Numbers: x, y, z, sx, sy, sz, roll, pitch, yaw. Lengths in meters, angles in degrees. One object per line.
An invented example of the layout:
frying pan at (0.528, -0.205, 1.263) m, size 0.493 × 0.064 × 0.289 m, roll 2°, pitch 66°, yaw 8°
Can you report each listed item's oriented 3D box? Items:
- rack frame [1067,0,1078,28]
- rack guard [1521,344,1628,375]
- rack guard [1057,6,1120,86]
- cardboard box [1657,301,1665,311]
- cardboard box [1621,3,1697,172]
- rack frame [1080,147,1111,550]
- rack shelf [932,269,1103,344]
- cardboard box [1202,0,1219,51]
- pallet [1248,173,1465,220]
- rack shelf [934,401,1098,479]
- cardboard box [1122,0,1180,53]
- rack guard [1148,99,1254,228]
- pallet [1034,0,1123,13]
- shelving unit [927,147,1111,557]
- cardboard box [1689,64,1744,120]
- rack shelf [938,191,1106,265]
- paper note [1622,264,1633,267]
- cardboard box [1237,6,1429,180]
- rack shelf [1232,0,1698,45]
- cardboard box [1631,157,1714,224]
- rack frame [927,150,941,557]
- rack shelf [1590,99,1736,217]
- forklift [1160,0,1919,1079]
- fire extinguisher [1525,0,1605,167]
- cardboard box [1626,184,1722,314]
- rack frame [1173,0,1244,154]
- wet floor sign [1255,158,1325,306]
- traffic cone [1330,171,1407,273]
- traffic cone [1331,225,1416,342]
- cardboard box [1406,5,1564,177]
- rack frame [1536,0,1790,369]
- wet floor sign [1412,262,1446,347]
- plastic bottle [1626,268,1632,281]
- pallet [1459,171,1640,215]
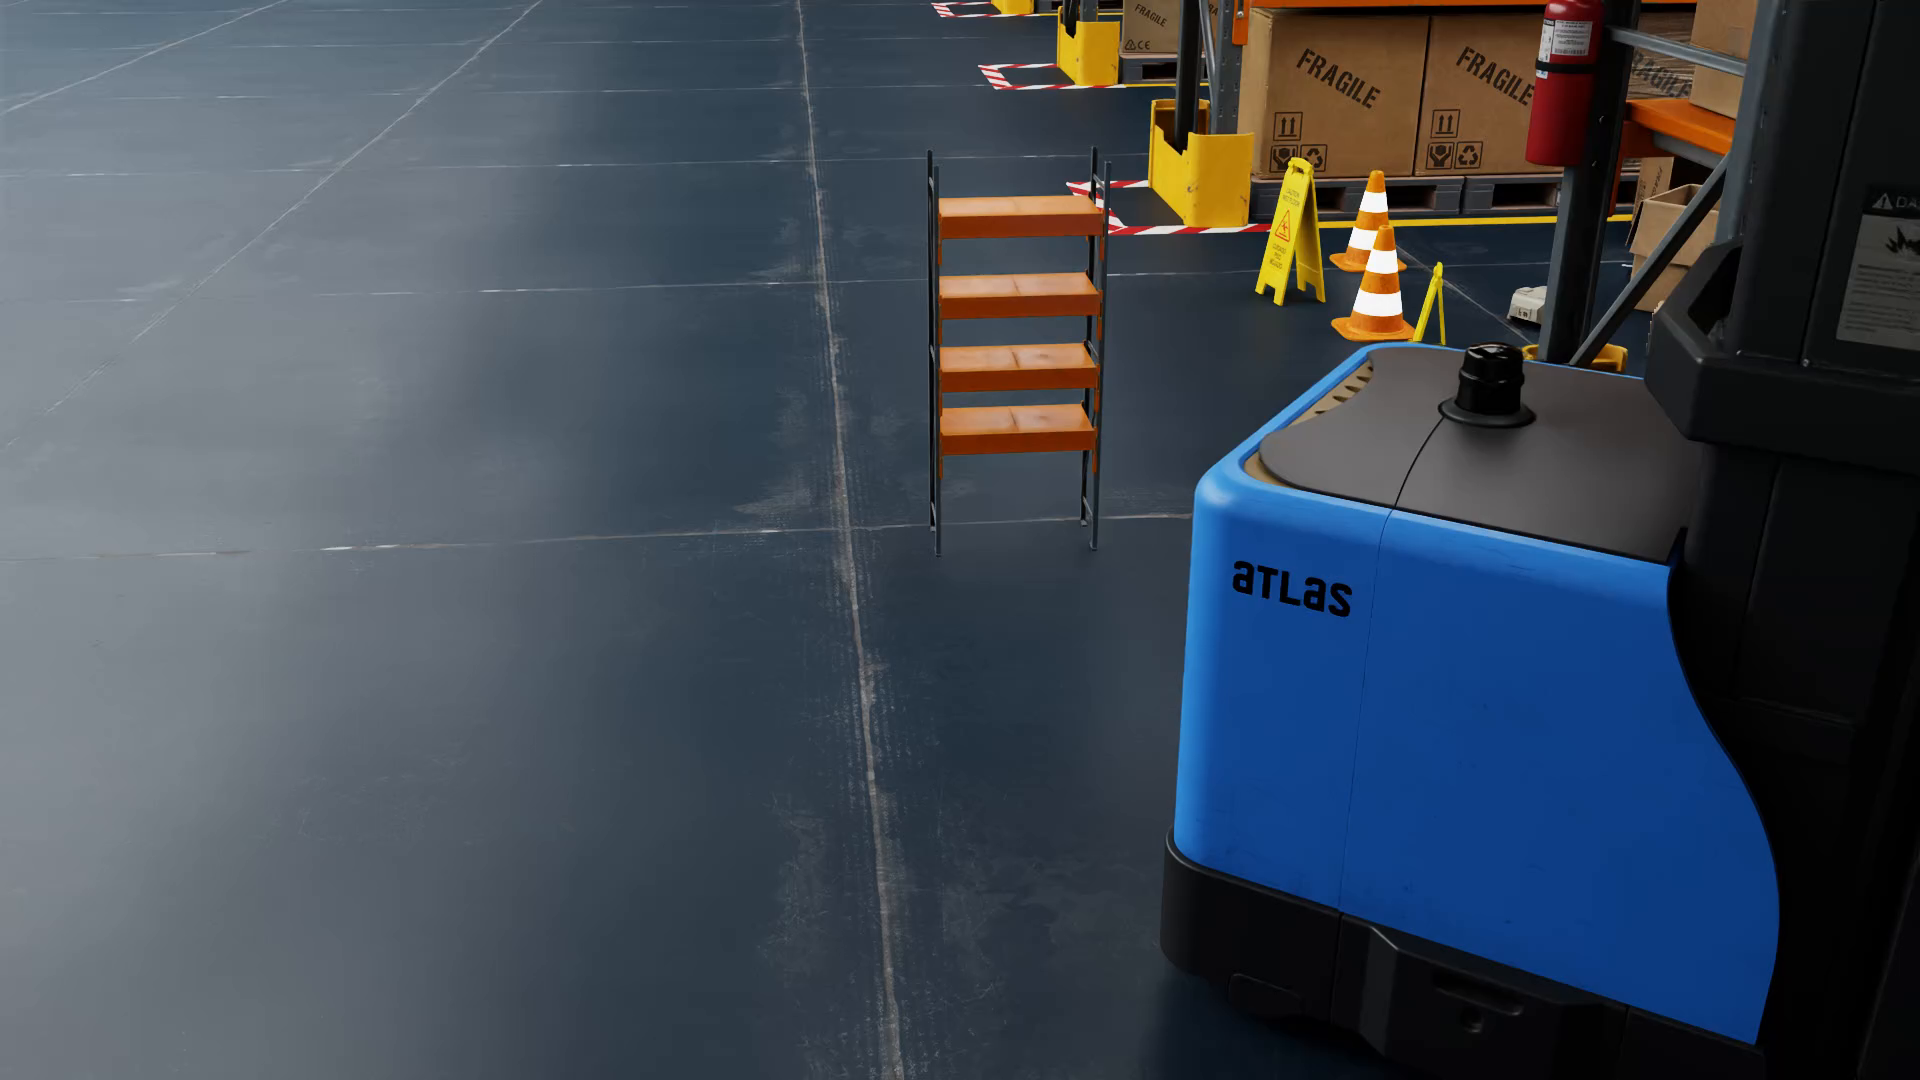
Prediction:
rack frame at (1.000, -5.323, 13.533) m, size 0.053 × 2.616 × 0.949 m, roll -2°, pitch 24°, yaw -5°
rack guard at (2.049, -0.180, 5.038) m, size 0.348 × 0.500 × 1.175 m, roll -2°, pitch 24°, yaw -5°
rack guard at (1.075, -4.185, 14.050) m, size 0.348 × 0.500 × 1.175 m, roll -2°, pitch 24°, yaw -5°
cardboard box at (3.079, -0.885, 7.057) m, size 0.250 × 0.149 × 0.380 m, roll 10°, pitch 26°, yaw 22°
cardboard box at (3.838, -2.662, 9.644) m, size 0.875 × 0.875 × 0.875 m, roll -2°, pitch 24°, yaw -5°
rack frame at (0.408, -0.565, 5.043) m, size 0.015 × 1.200 × 0.240 m, roll -2°, pitch 24°, yaw -5°
rack shelf at (0.165, -0.698, 4.958) m, size 0.480 × 0.148 × 0.258 m, roll -2°, pitch 24°, yaw -5°
cardboard box at (2.214, -4.430, 14.084) m, size 0.500 × 0.500 × 0.500 m, roll 4°, pitch 24°, yaw 9°
pallet at (2.175, -2.105, 9.726) m, size 1.213 × 0.211 × 1.003 m, roll -2°, pitch 24°, yaw -5°
rack shelf at (0.165, -0.312, 5.129) m, size 0.480 × 0.148 × 0.258 m, roll -2°, pitch 24°, yaw -5°
cardboard box at (3.155, -1.955, 6.992) m, size 2.007 × 1.739 × 15.623 m, roll -3°, pitch 24°, yaw -6°
rack guard at (1.363, -2.172, 9.522) m, size 0.348 × 0.500 × 1.175 m, roll -2°, pitch 24°, yaw -5°
pallet at (1.393, -6.104, 18.724) m, size 1.213 × 0.211 × 1.003 m, roll -2°, pitch 24°, yaw -5°
shelving unit at (0.165, -0.555, 5.021) m, size 0.503 × 1.200 × 0.258 m, roll -2°, pitch 24°, yaw -5°
cardboard box at (2.325, -1.305, 4.803) m, size 0.250 × 0.149 × 0.380 m, roll -1°, pitch 24°, yaw -3°
rack shelf at (0.165, -0.914, 4.862) m, size 0.480 × 0.148 × 0.258 m, roll -2°, pitch 24°, yaw -5°
paper note at (3.378, -1.368, 8.316) m, size 0.123 × 0.001 × 0.032 m, roll 10°, pitch 26°, yaw 22°
cardboard box at (2.872, -3.567, 9.067) m, size 2.515 × 2.999 × 0.987 m, roll -2°, pitch 24°, yaw -4°
rack shelf at (3.377, -3.067, 9.342) m, size 4.000 × 0.370 × 1.077 m, roll -2°, pitch 24°, yaw -5°
cardboard box at (3.923, -1.857, 8.810) m, size 0.500 × 0.500 × 0.500 m, roll 2°, pitch 24°, yaw 4°
rack frame at (-0.078, -0.545, 4.999) m, size 0.015 × 1.200 × 0.240 m, roll -2°, pitch 24°, yaw -5°
rack shelf at (3.964, -1.070, 4.850) m, size 4.000 × 0.370 × 1.077 m, roll -2°, pitch 24°, yaw -5°
forklift at (1.924, -0.329, 2.381) m, size 3.031 × 2.935 × 1.130 m, roll 14°, pitch 27°, yaw 28°
fire extinguisher at (1.814, -1.465, 4.948) m, size 0.183 × 0.674 × 0.296 m, roll -2°, pitch 24°, yaw -5°
cardboard box at (3.473, -1.271, 7.491) m, size 0.797 × 0.503 × 0.637 m, roll 22°, pitch 32°, yaw 40°
rack frame at (1.387, -3.315, 9.016) m, size 0.127 × 3.000 × 1.000 m, roll -2°, pitch 24°, yaw -5°
wet floor sign at (1.552, -1.438, 7.691) m, size 0.232 × 0.644 × 0.267 m, roll -6°, pitch 25°, yaw -14°
traffic cone at (2.055, -1.603, 8.288) m, size 0.334 × 0.463 × 0.336 m, roll -2°, pitch 24°, yaw -5°
traffic cone at (1.827, -1.133, 7.230) m, size 0.334 × 0.463 × 0.336 m, roll -2°, pitch 24°, yaw -5°
cardboard box at (2.930, -2.626, 9.564) m, size 0.875 × 0.875 × 0.875 m, roll -3°, pitch 24°, yaw -6°
rack frame at (1.974, -1.319, 4.524) m, size 0.127 × 3.000 × 1.000 m, roll -2°, pitch 24°, yaw -5°
wet floor sign at (1.679, -0.668, 5.958) m, size 0.232 × 0.644 × 0.267 m, roll 6°, pitch 25°, yaw 13°
plastic bottle at (3.395, -1.294, 8.085) m, size 0.283 × 0.061 × 0.133 m, roll -11°, pitch 26°, yaw -23°
pallet at (3.386, -2.152, 9.832) m, size 1.213 × 0.211 × 1.003 m, roll -2°, pitch 24°, yaw -5°
